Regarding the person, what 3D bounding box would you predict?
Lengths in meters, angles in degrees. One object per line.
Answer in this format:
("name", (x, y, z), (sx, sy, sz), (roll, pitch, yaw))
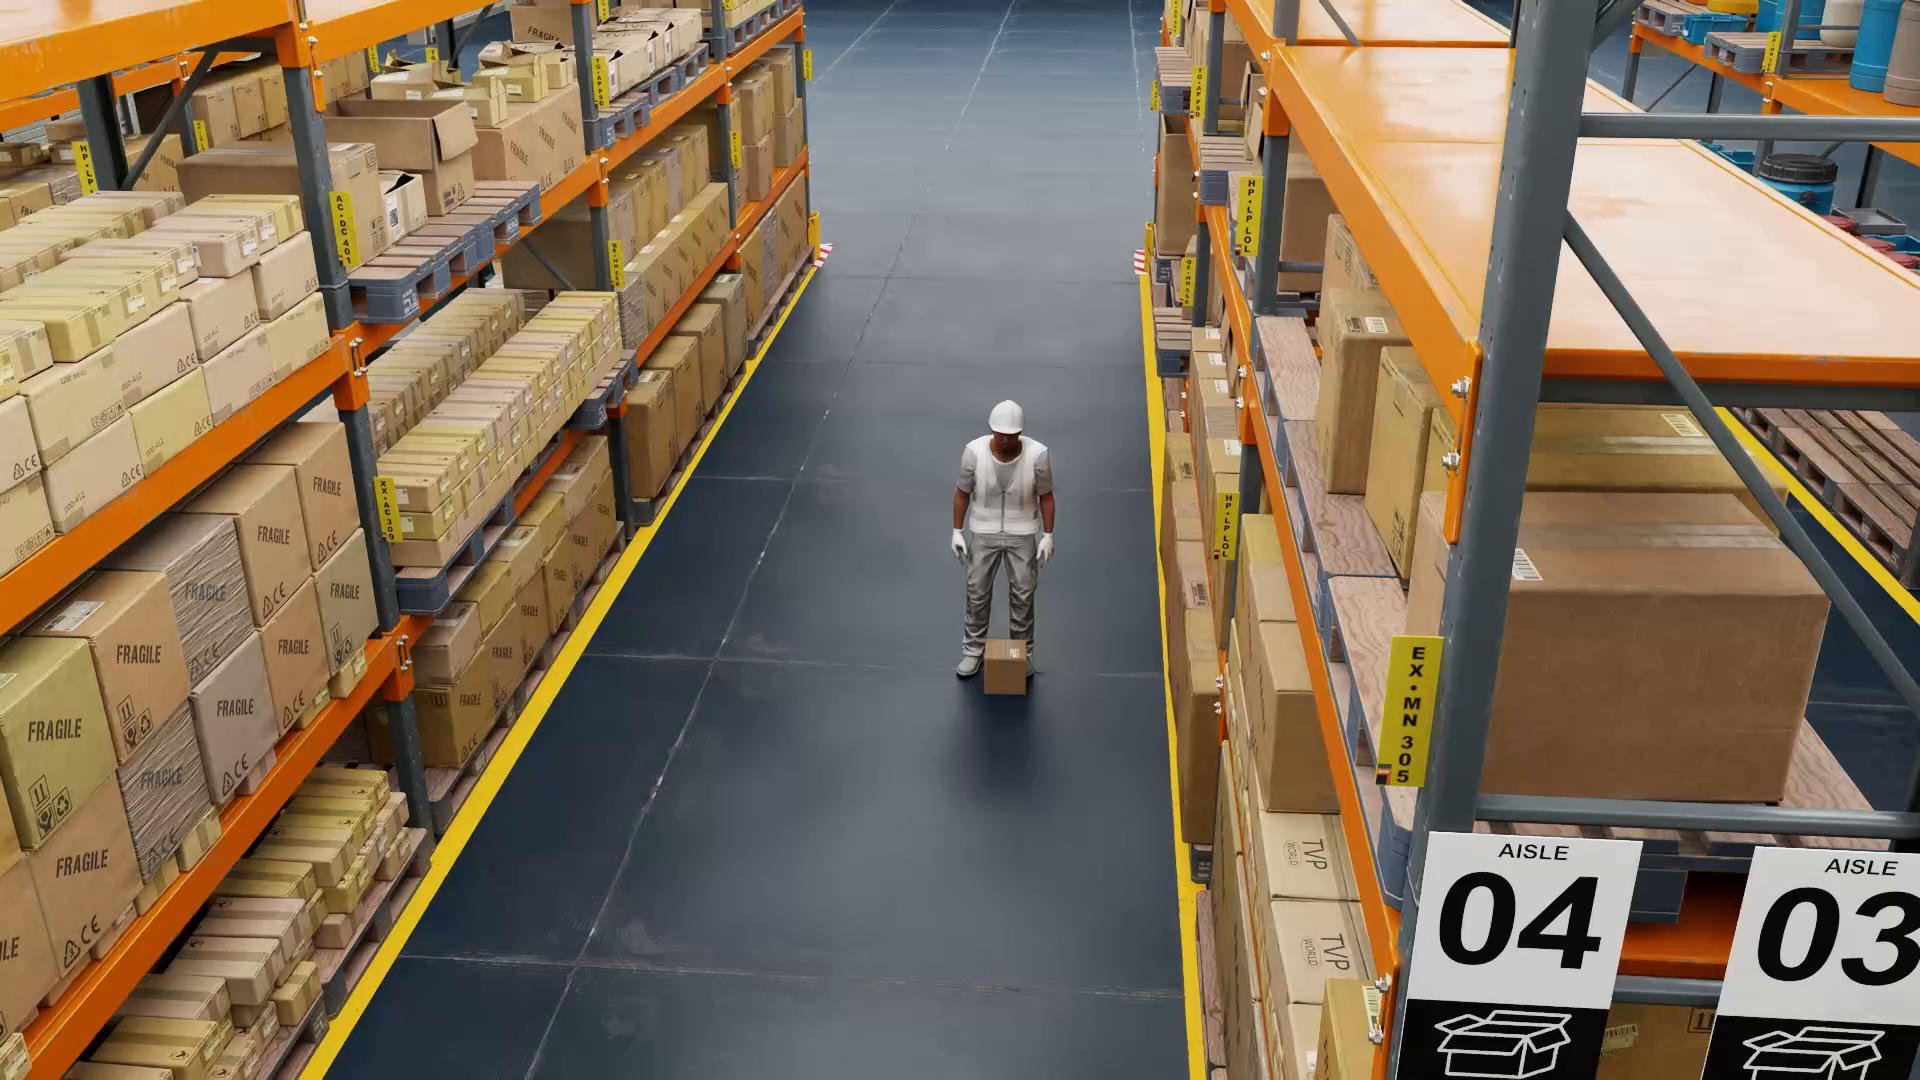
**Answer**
("person", (0.259, -0.016, 10.033), (0.619, 1.775, 0.446), (2, 24, 4))
